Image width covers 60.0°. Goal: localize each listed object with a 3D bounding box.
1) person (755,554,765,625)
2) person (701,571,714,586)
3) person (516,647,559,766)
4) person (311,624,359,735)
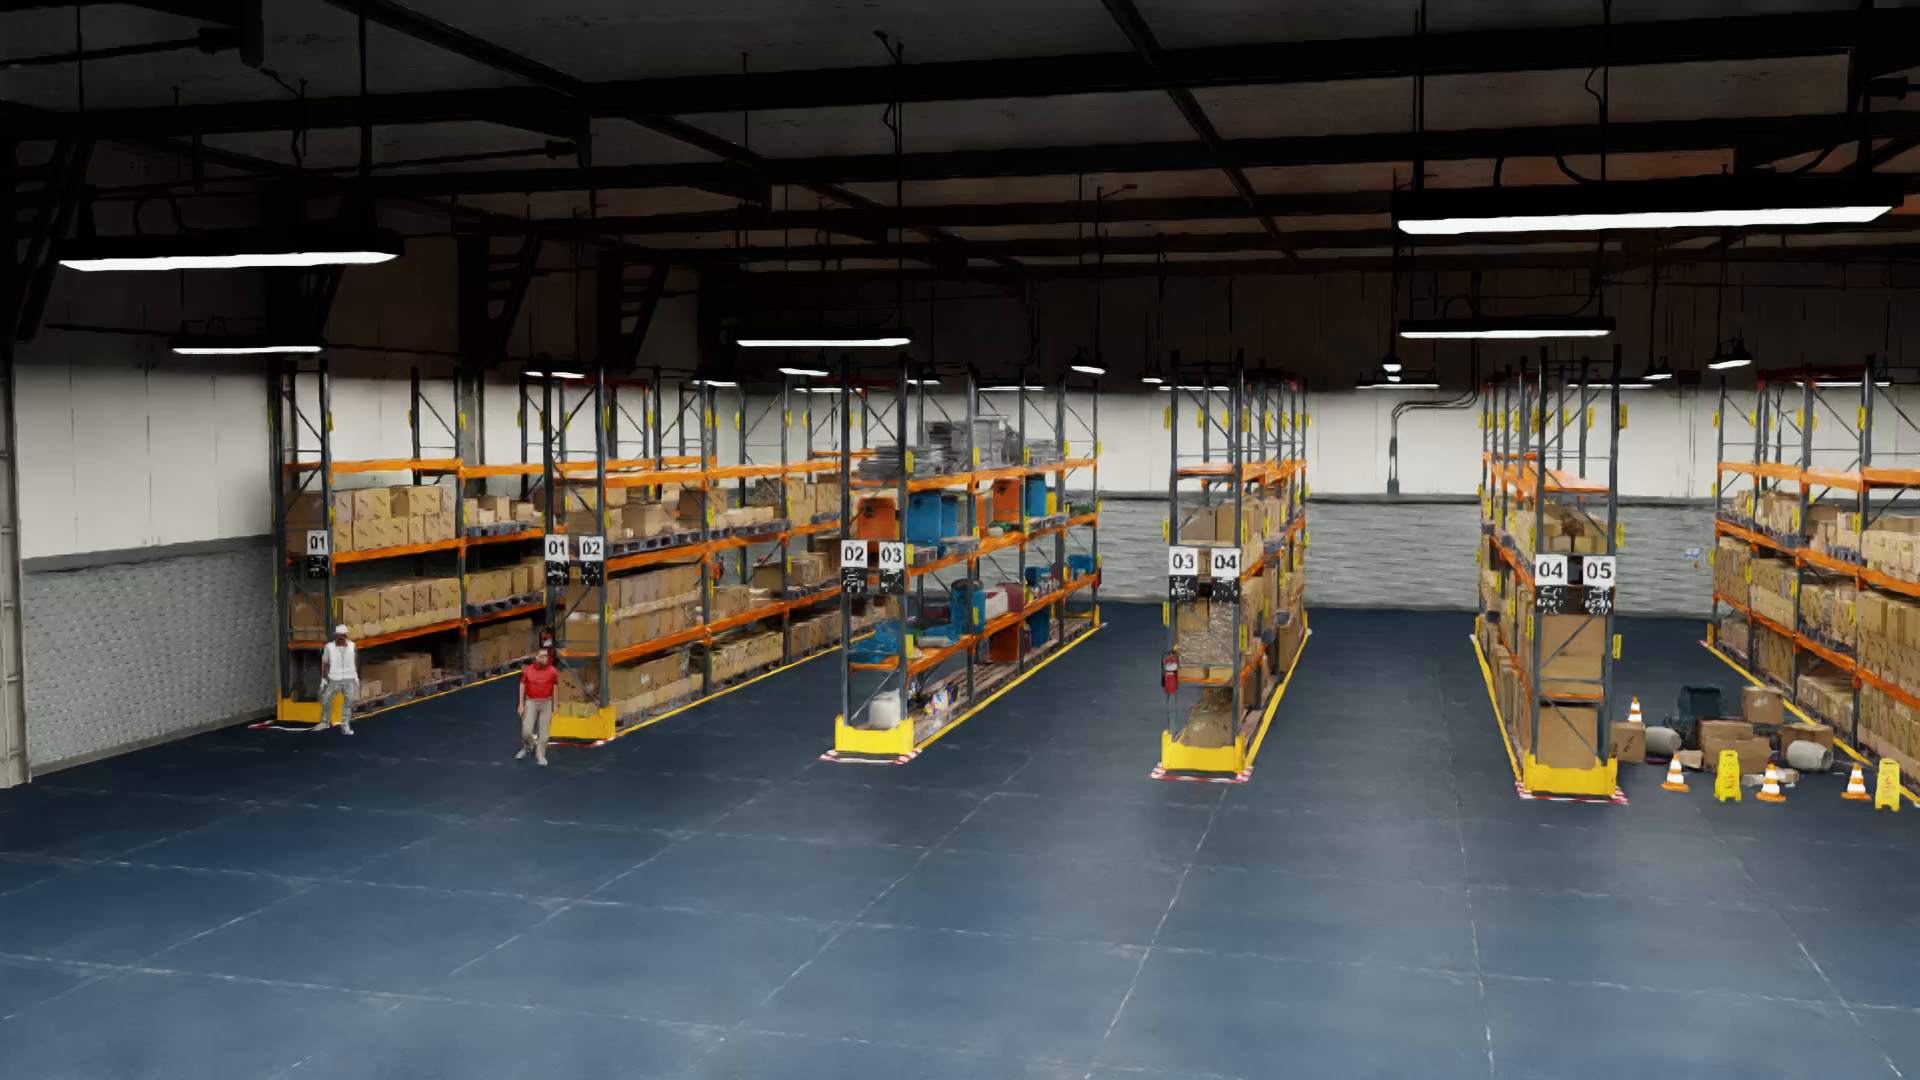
[{"bbox_3d":[-4.834,1.214,40.523,0.376,1.732,0.594,0,4,-1],"label":"person"},{"bbox_3d":[-6.868,0.965,44.664,0.648,1.665,0.475,-2,5,-29],"label":"person"},{"bbox_3d":[-6.163,2.405,24.224,0.605,1.719,0.545,-2,4,-21],"label":"person"},{"bbox_3d":[-9.951,2.214,26.463,0.741,1.773,0.523,-2,5,-26],"label":"person"}]
